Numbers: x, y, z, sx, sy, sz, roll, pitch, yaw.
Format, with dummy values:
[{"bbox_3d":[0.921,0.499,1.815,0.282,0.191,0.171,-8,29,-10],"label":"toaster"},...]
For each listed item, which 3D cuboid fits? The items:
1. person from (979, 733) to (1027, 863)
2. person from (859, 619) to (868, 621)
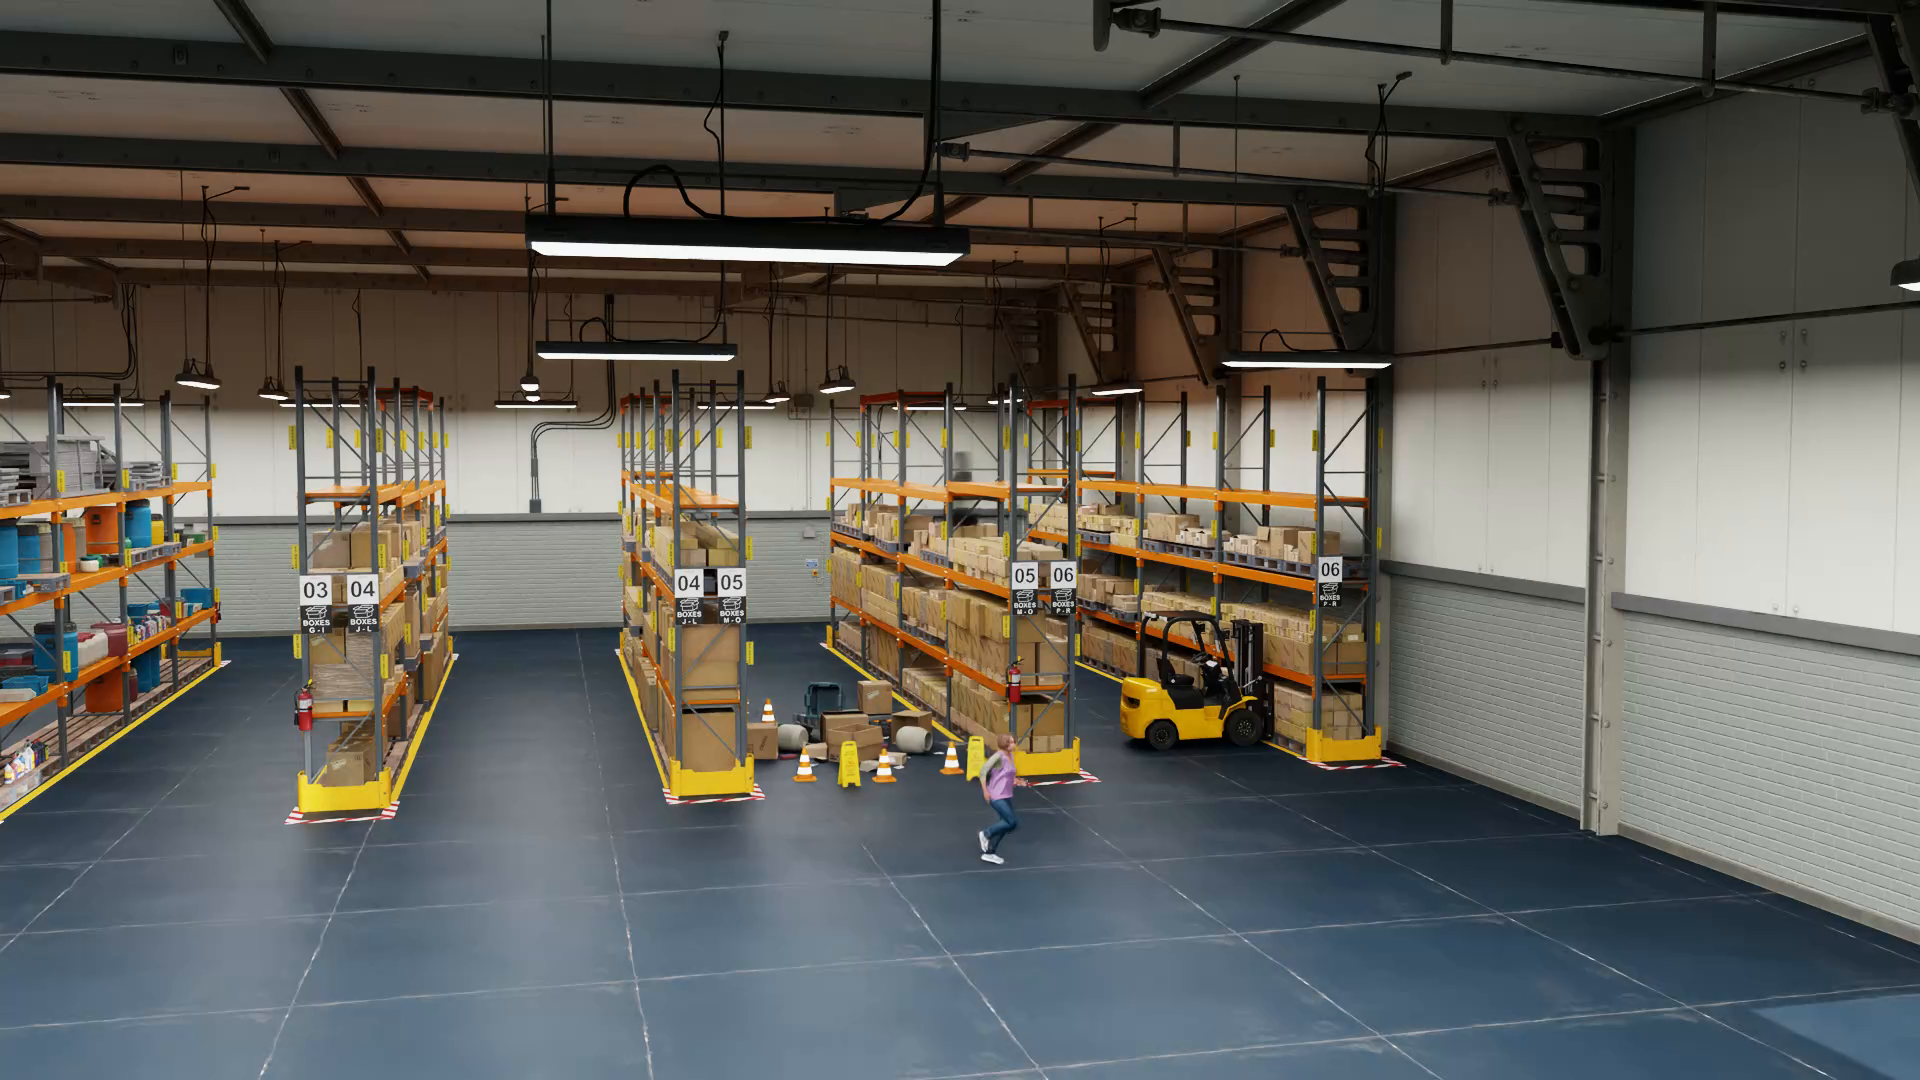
[{"bbox_3d":[0.515,3.056,19.660,0.558,1.551,0.530,2,4,27],"label":"person"},{"bbox_3d":[-2.282,1.680,41.774,0.653,1.646,0.553,-1,4,-22],"label":"person"}]
